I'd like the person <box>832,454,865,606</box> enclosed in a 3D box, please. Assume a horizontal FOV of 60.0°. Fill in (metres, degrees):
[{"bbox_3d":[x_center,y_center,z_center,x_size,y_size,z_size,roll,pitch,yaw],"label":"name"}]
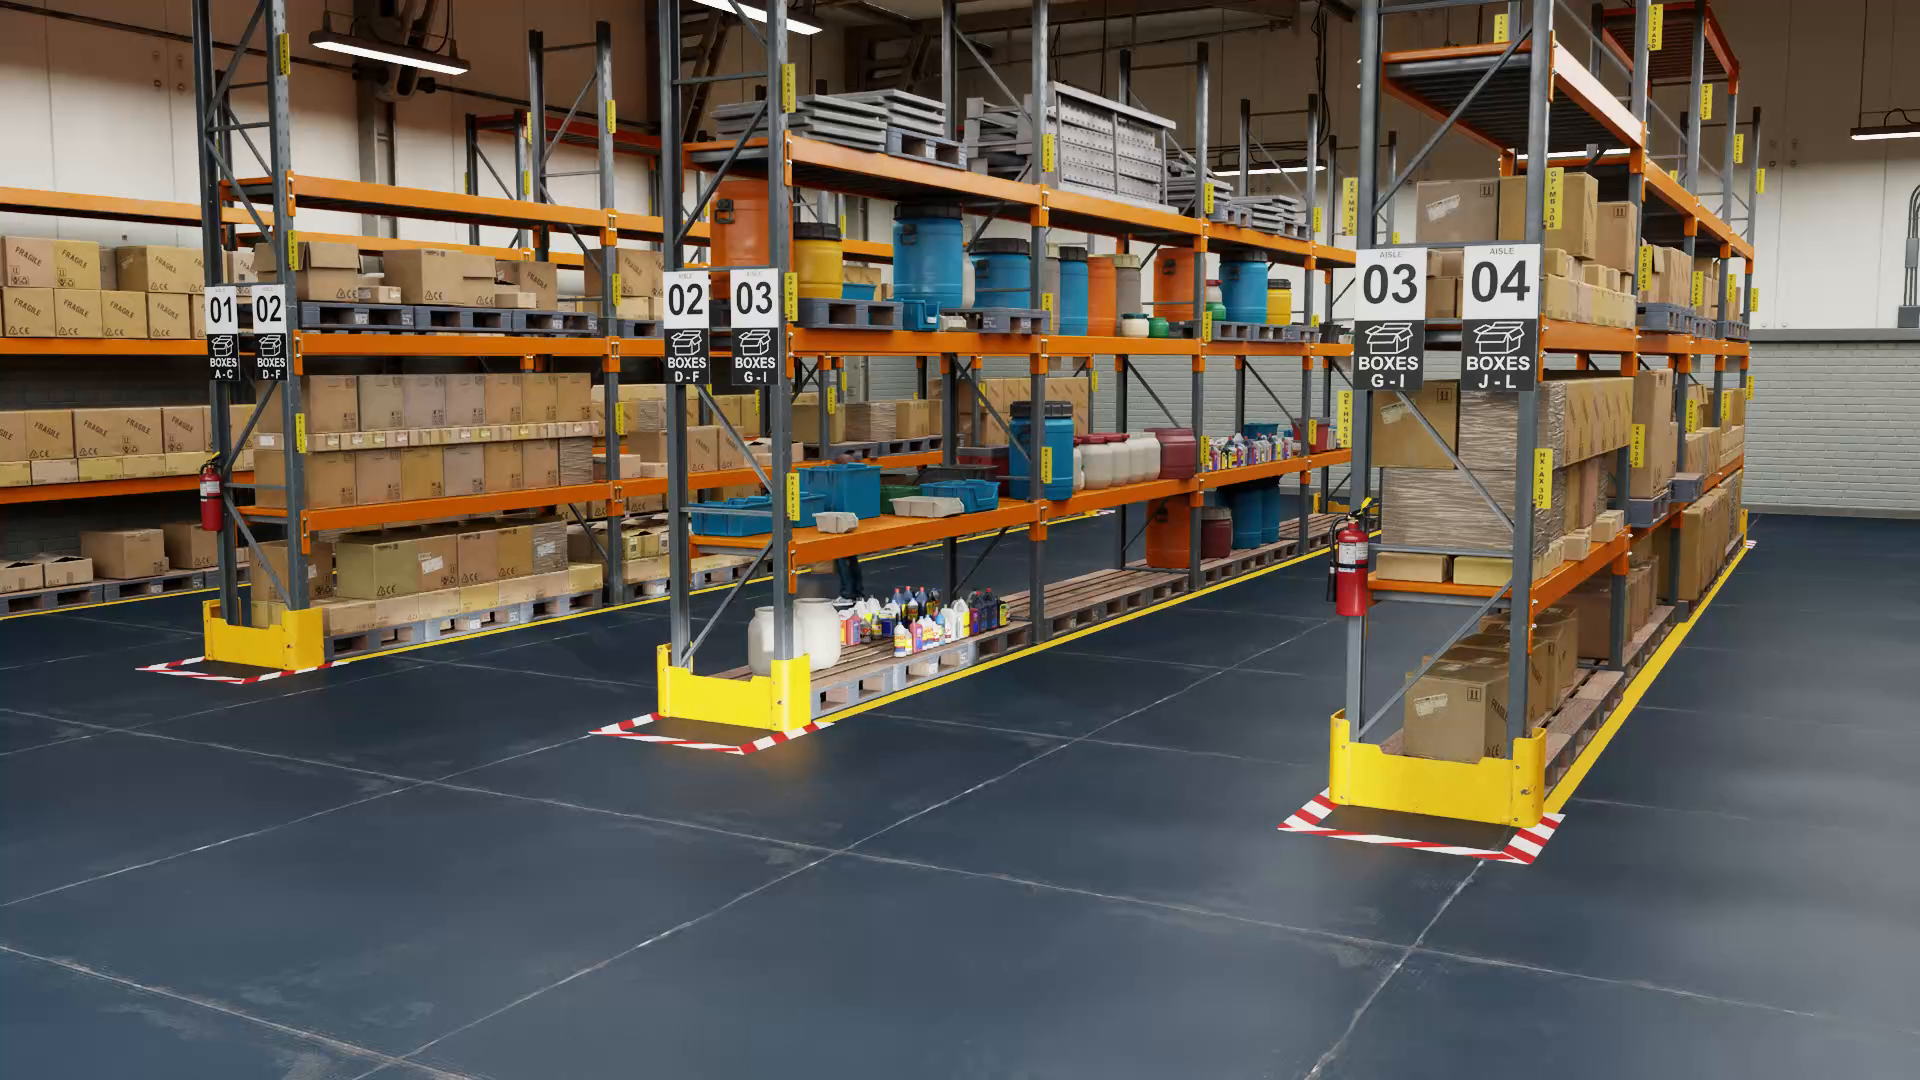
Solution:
[{"bbox_3d":[-1.175,-0.087,17.543,0.338,1.556,0.452,3,7,27],"label":"person"}]
